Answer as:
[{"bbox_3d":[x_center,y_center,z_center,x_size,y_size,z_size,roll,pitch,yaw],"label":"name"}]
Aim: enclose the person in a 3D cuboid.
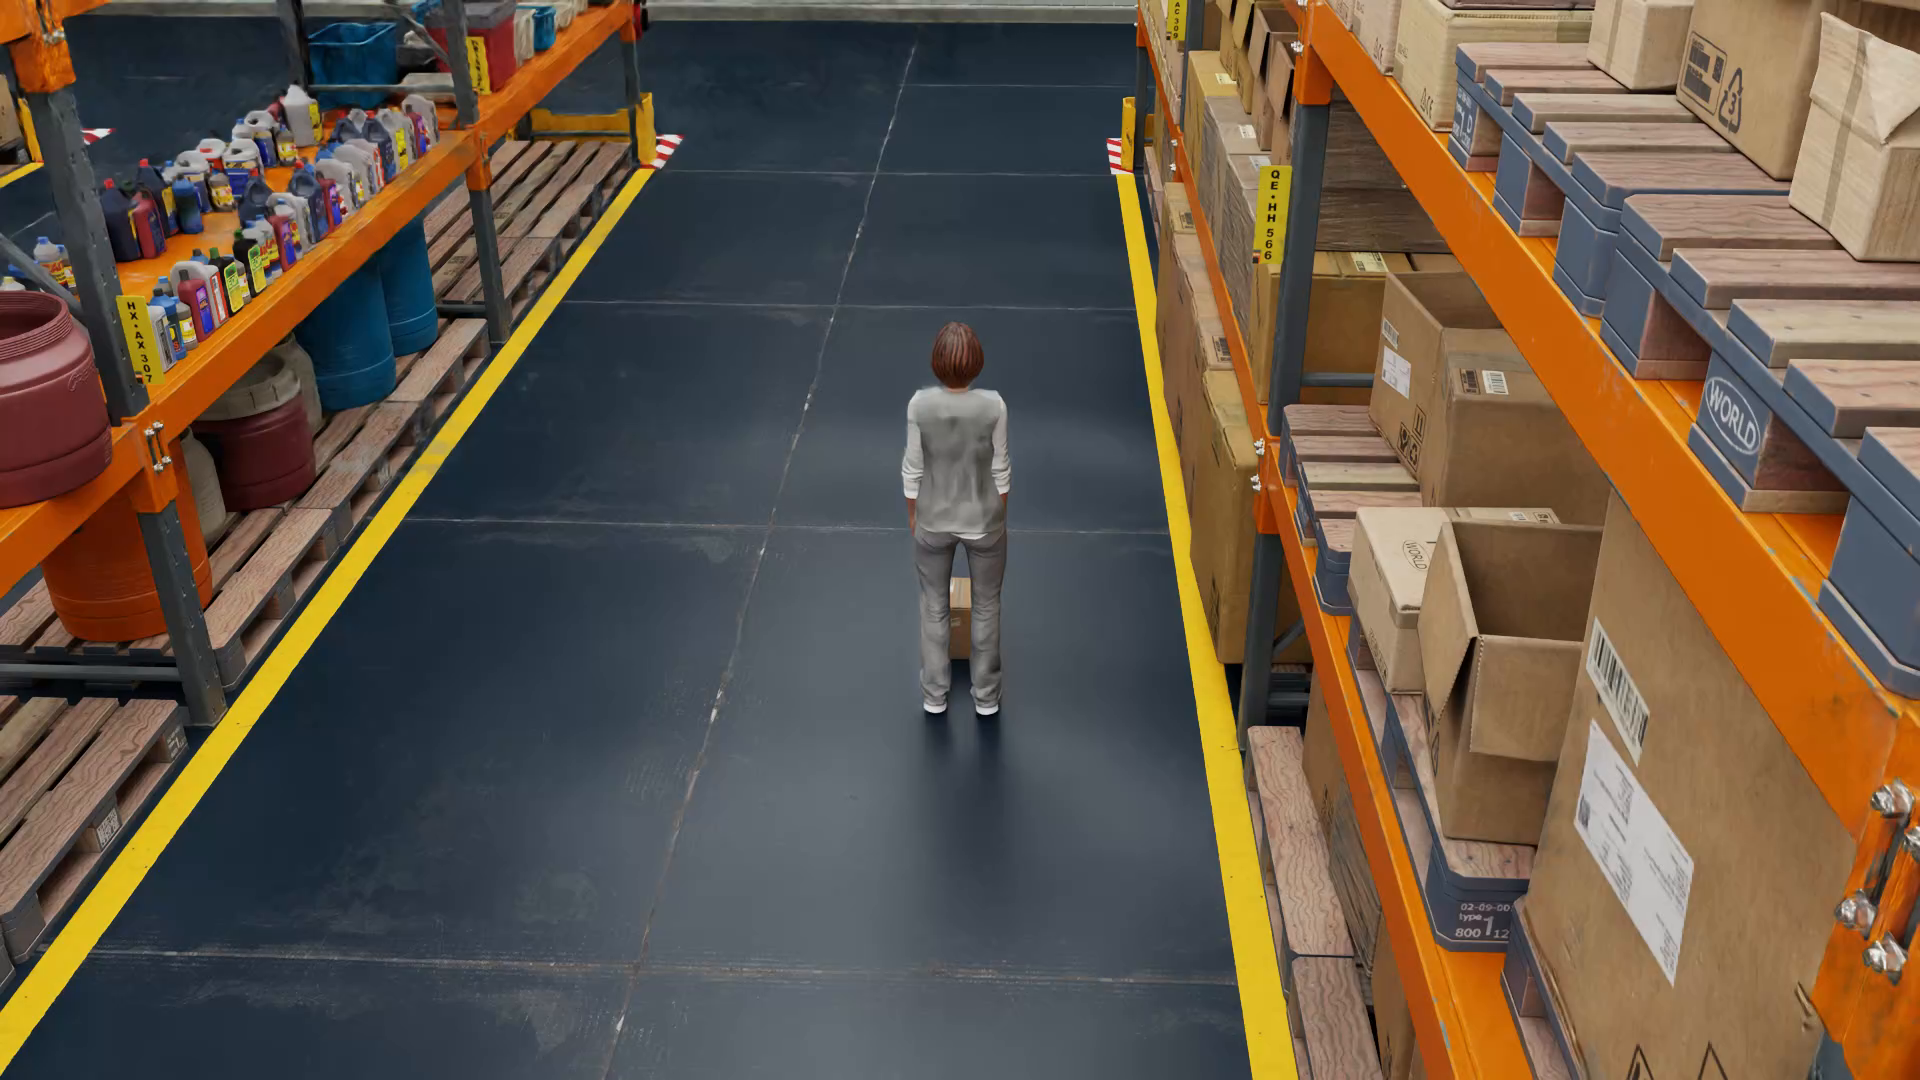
[{"bbox_3d":[-0.014,-0.058,6.258,0.406,1.582,0.303,2,28,3],"label":"person"}]
